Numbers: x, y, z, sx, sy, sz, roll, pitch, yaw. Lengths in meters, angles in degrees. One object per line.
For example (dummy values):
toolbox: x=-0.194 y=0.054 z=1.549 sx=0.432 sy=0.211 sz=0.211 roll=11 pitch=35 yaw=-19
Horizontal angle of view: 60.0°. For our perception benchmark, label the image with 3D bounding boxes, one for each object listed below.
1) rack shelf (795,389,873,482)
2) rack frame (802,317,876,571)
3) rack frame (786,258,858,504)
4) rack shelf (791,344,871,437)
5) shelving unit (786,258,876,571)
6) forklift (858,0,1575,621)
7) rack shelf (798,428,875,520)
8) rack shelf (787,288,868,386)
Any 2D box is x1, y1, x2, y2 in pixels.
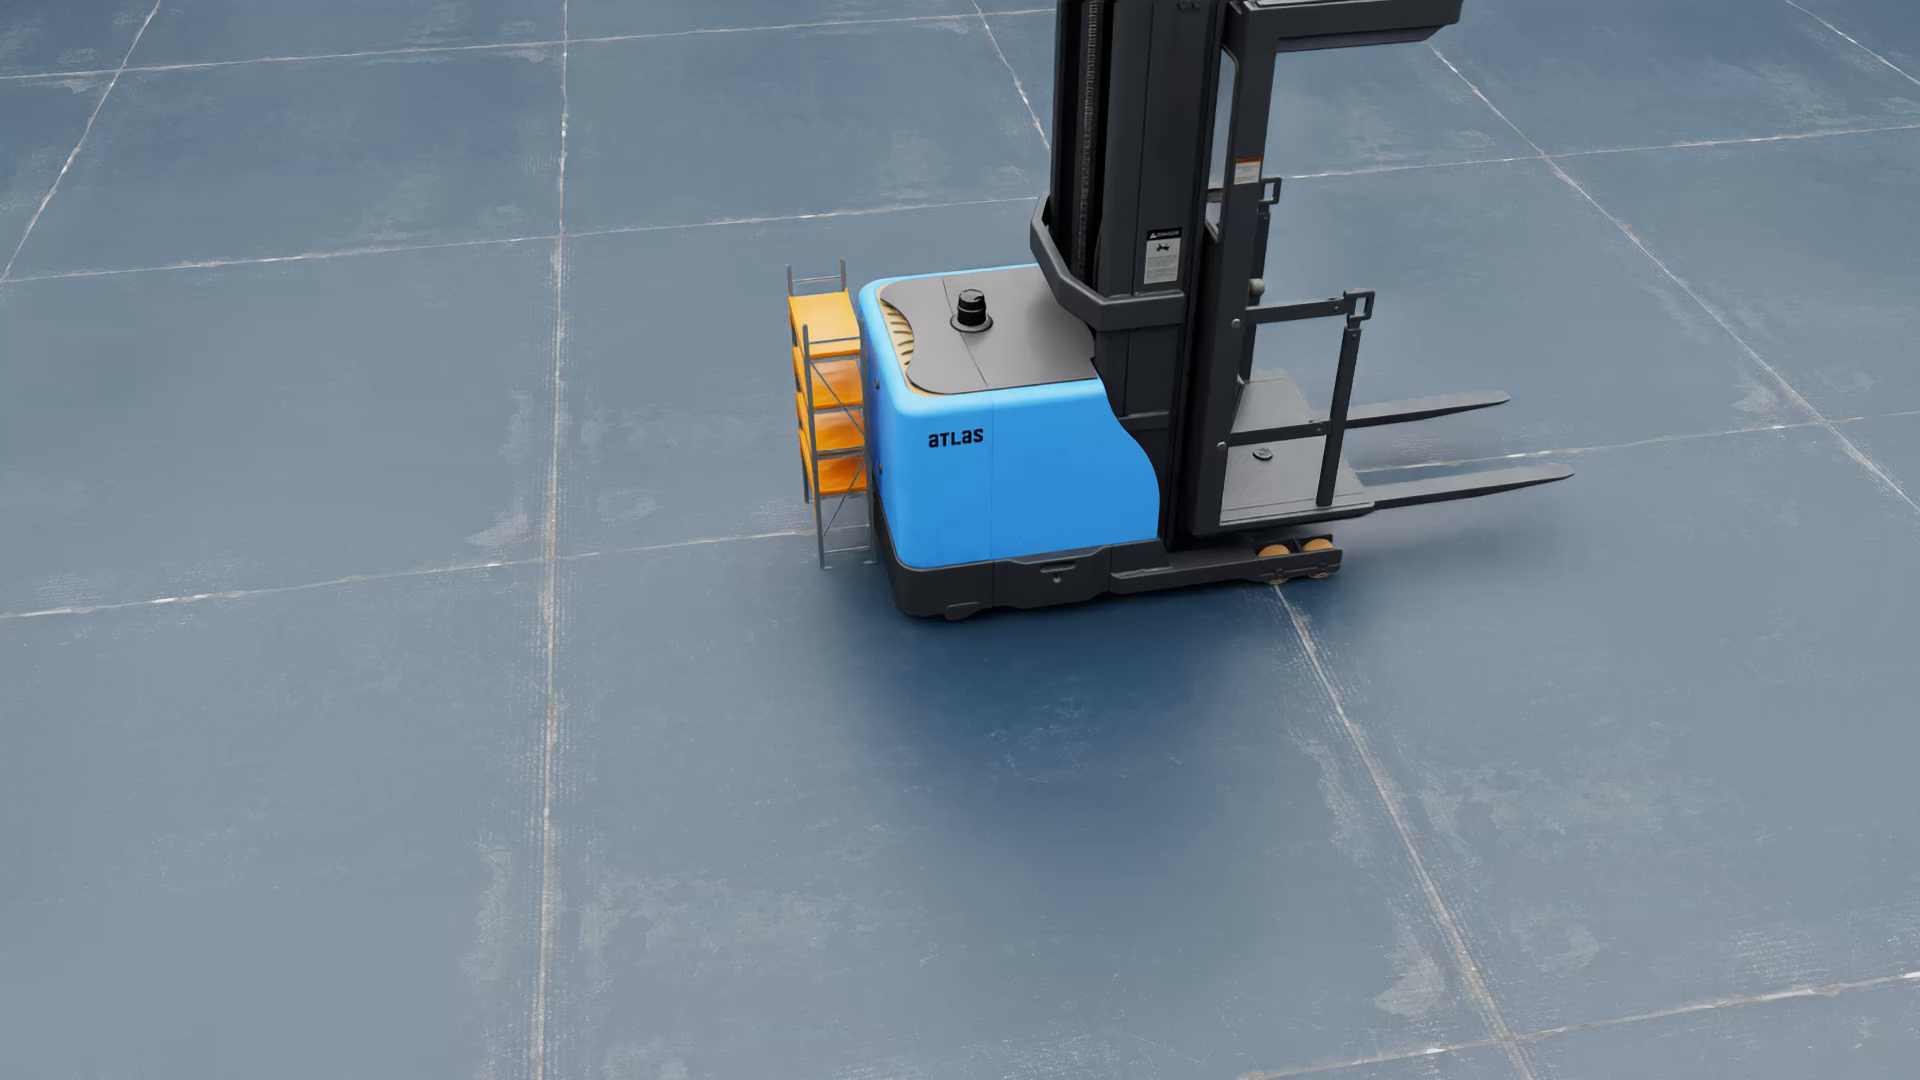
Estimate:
rack shelf: x=-0.532 y=-0.456 z=6.967 sx=0.258 sy=0.148 sz=0.480 roll=-8 pitch=38 yaw=-9
rack frame: x=-0.482 y=-0.363 z=6.737 sx=0.240 sy=1.200 sz=0.015 roll=-8 pitch=38 yaw=-9
rack frame: x=-0.582 y=-0.656 z=7.114 sx=0.240 sy=1.200 sz=0.015 roll=-8 pitch=38 yaw=-9
rack shelf: x=-0.533 y=-0.633 z=6.830 sx=0.258 sy=0.148 sz=0.480 roll=-8 pitch=38 yaw=-9
shelving unit: x=-0.532 y=-0.509 z=6.926 sx=0.258 sy=1.200 sz=0.503 roll=-8 pitch=38 yaw=-9
forklift: x=1.138 y=-1.282 z=6.512 sx=3.031 sy=2.935 sz=1.130 roll=-7 pitch=38 yaw=-9
rack shelf: x=-0.531 y=-0.299 z=7.089 sx=0.258 sy=0.148 sz=0.480 roll=-8 pitch=38 yaw=-9
rack shelf: x=-0.535 y=-0.819 z=6.684 sx=0.258 sy=0.148 sz=0.480 roll=-8 pitch=38 yaw=-9
